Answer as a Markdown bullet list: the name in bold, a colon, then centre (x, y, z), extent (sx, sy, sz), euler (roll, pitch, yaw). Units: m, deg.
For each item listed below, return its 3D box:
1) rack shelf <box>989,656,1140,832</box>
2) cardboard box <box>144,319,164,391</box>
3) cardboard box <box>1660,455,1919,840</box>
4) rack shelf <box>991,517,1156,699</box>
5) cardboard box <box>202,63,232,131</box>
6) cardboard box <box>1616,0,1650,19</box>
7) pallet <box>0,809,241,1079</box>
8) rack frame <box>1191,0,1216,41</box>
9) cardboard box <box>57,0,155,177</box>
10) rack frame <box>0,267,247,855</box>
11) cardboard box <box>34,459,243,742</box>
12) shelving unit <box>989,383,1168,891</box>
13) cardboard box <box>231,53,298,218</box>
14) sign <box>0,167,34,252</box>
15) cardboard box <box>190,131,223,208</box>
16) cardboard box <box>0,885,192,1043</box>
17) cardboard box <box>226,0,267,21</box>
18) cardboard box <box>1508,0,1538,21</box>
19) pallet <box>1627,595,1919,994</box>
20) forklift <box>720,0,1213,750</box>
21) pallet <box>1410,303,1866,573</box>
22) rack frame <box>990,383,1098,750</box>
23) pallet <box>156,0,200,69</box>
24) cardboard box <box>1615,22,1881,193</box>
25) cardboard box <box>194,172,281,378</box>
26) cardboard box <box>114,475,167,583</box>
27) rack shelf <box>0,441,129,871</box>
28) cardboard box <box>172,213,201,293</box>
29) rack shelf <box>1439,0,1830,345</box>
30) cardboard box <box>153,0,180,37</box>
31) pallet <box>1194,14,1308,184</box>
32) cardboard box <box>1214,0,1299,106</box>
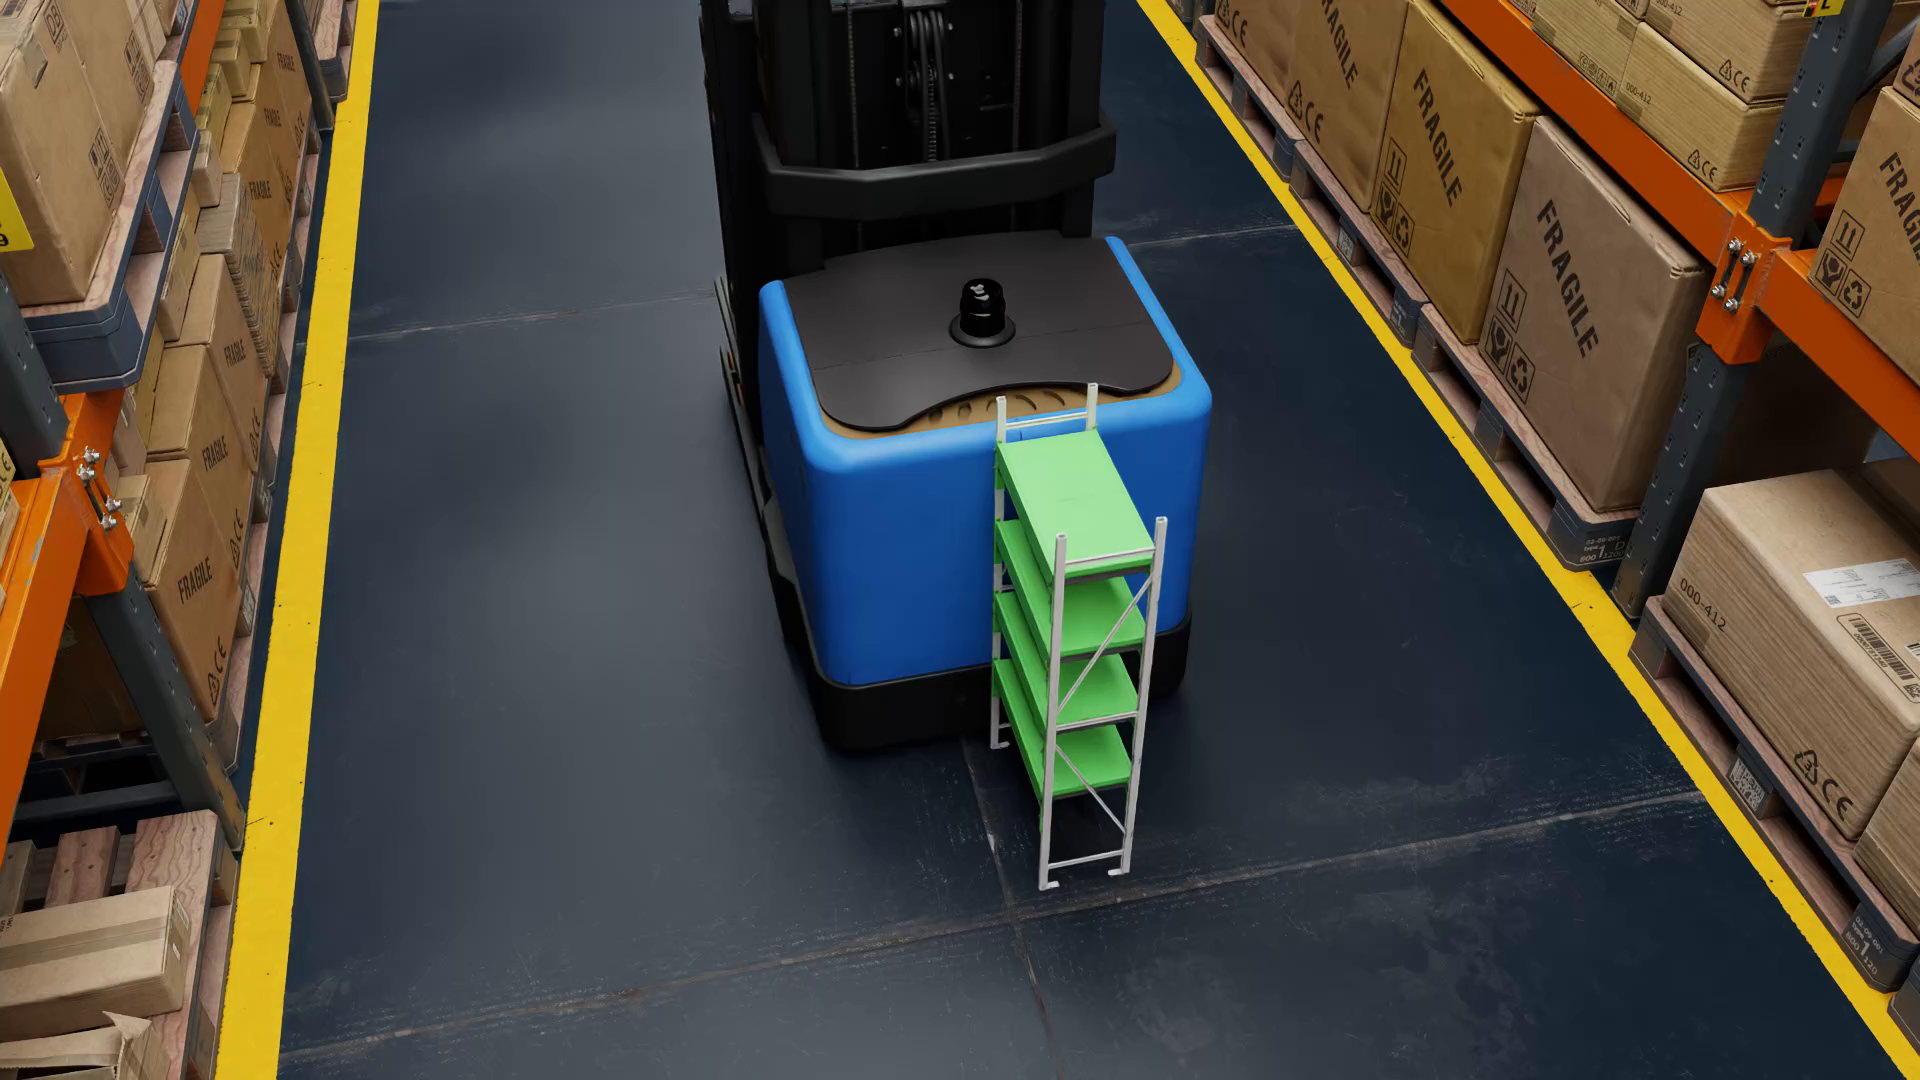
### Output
- **rack shelf**: centre (0.259, 0.493, 4.249), extent (0.258, 0.148, 0.480), euler (-9, 42, -10)
- **cardboard box**: centre (-2.462, -0.518, 4.652), extent (0.380, 0.149, 0.250), euler (-9, 42, -10)
- **cardboard box**: centre (2.507, 0.236, 4.338), extent (0.875, 0.438, 0.875), euler (-9, 42, -10)
- **rack shelf**: centre (0.259, 0.134, 3.930), extent (0.258, 0.148, 0.480), euler (-9, 42, -10)
- **cardboard box**: centre (-2.764, -1.521, 5.781), extent (0.380, 0.149, 0.250), euler (-7, 42, -8)
- **cardboard box**: centre (2.029, -1.692, 4.633), extent (0.500, 0.250, 0.500), euler (-7, 42, -8)
- **pallet**: centre (-2.222, 1.214, 3.723), extent (1.003, 0.211, 1.213), euler (-8, 42, -9)
- **rack frame**: centre (1.613, -3.580, 7.024), extent (1.000, 3.000, 0.127), euler (-8, 42, -9)
- **cardboard box**: centre (-2.367, -1.150, 3.894), extent (0.700, 0.500, 0.500), euler (-8, 42, -9)
- **rack frame**: centre (-2.370, -0.274, 3.299), extent (1.000, 3.000, 0.127), euler (-8, 42, -9)
- **cardboard box**: centre (-2.254, 0.158, 4.379), extent (0.500, 0.500, 0.500), euler (-7, 42, -7)
- **shelving unit**: centre (0.259, 0.265, 4.047), extent (0.258, 1.200, 0.503), euler (-9, 42, -10)
- **cardboard box**: centre (-2.834, -1.520, 6.269), extent (0.500, 0.500, 0.500), euler (-9, 42, -10)
- **sign**: centre (-1.841, -0.680, 3.105), extent (0.100, 0.325, 0.005), euler (-8, 42, -9)
- **cardboard box**: centre (-2.620, -1.184, 5.403), extent (0.380, 0.149, 0.250), euler (-10, 43, -11)
- **cardboard box**: centre (-1.963, 0.954, 3.747), extent (0.380, 0.149, 0.250), euler (-10, 42, -11)
- **cardboard box**: centre (-2.879, -2.048, 6.375), extent (0.380, 0.149, 0.250), euler (-10, 43, -11)
- **cardboard box**: centre (1.934, -1.846, 5.183), extent (0.500, 0.250, 0.500), euler (-9, 42, -10)
- **pallet**: centre (2.564, 0.559, 4.461), extent (1.003, 0.211, 1.213), euler (-8, 42, -9)
- **forklift**: centre (-0.210, -1.518, 4.752), extent (1.130, 2.935, 3.031), euler (-9, 42, -10)
- **pallet**: centre (2.236, -0.434, 5.580), extent (1.003, 0.211, 1.213), euler (-8, 42, -9)
- **rack frame**: centre (0.201, 0.108, 4.224), extent (0.240, 1.200, 0.015), euler (-9, 42, -10)
- **pallet**: centre (-2.809, -1.535, 4.864), extent (1.003, 0.211, 1.213), euler (-8, 42, -9)
- **cardboard box**: centre (2.133, -1.186, 4.440), extent (0.500, 0.250, 0.500), euler (-9, 42, -10)
- **cardboard box**: centre (-2.588, -0.847, 5.511), extent (0.500, 0.500, 0.500), euler (-10, 43, -11)
- **cardboard box**: centre (-2.187, -0.009, 4.079), extent (0.380, 0.149, 0.250), euler (-6, 42, -7)
- **rack shelf**: centre (-1.938, 1.292, 2.077), extent (1.077, 0.370, 4.000), euler (-8, 42, -9)
- **cardboard box**: centre (-2.530, -0.847, 5.022), extent (0.380, 0.149, 0.250), euler (-7, 42, -8)
- **rack shelf**: centre (2.045, -2.015, 5.802), extent (1.077, 0.370, 4.000), euler (-8, 42, -9)
- **cardboard box**: centre (-2.537, -1.658, 4.467), extent (0.700, 0.500, 0.500), euler (-9, 42, -10)
- **pallet**: centre (1.709, -2.016, 7.362), extent (1.003, 0.211, 1.213), euler (-8, 42, -9)
- **cardboard box**: centre (1.681, -2.483, 7.072), extent (0.875, 0.875, 0.875), euler (-9, 42, -10)
